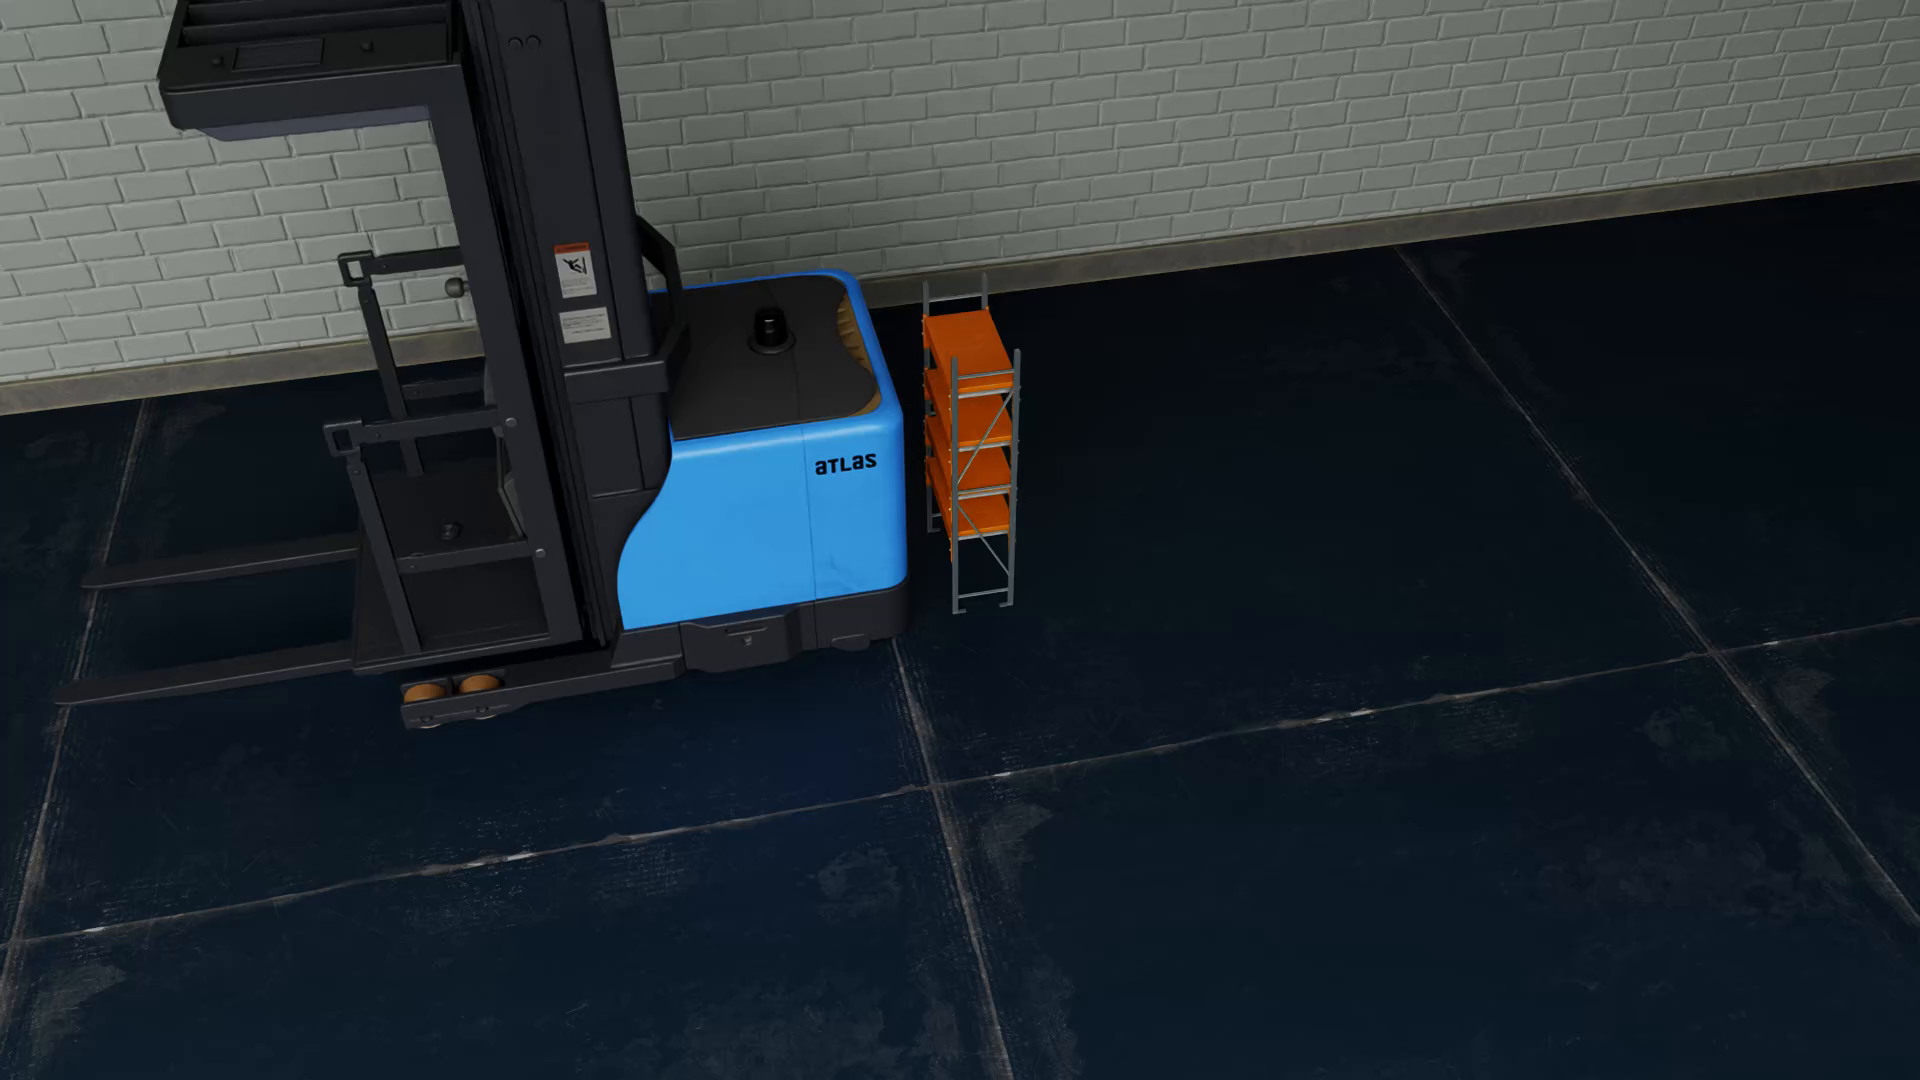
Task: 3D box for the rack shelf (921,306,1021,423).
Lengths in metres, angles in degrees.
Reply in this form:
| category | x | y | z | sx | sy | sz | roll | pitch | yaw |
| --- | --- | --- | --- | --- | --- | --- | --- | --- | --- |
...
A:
| category | x | y | z | sx | sy | sz | roll | pitch | yaw |
| --- | --- | --- | --- | --- | --- | --- | --- | --- | --- |
| rack shelf | 0.036 | -0.635 | 5.970 | 0.258 | 0.148 | 0.480 | -8 | 42 | -9 |

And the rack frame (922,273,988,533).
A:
| category | x | y | z | sx | sy | sz | roll | pitch | yaw |
| --- | --- | --- | --- | --- | --- | --- | --- | --- | --- |
| rack frame | -0.017 | -0.500 | 6.409 | 0.240 | 1.200 | 0.015 | -8 | 42 | -9 |

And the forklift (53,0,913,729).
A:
| category | x | y | z | sx | sy | sz | roll | pitch | yaw |
| --- | --- | --- | --- | --- | --- | --- | --- | --- | --- |
| forklift | -1.753 | -0.805 | 5.449 | 3.031 | 2.935 | 1.130 | -9 | 42 | -10 |

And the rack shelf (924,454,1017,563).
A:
| category | x | y | z | sx | sy | sz | roll | pitch | yaw |
| --- | --- | --- | --- | --- | --- | --- | --- | --- | --- |
| rack shelf | 0.036 | -0.143 | 6.407 | 0.258 | 0.148 | 0.480 | -8 | 42 | -9 |

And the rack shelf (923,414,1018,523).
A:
| category | x | y | z | sx | sy | sz | roll | pitch | yaw |
| --- | --- | --- | --- | --- | --- | --- | --- | --- | --- |
| rack shelf | 0.036 | -0.291 | 6.275 | 0.258 | 0.148 | 0.480 | -8 | 42 | -9 |

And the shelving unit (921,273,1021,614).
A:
| category | x | y | z | sx | sy | sz | roll | pitch | yaw |
| --- | --- | --- | --- | --- | --- | --- | --- | --- | --- |
| shelving unit | 0.036 | -0.341 | 6.231 | 0.258 | 1.200 | 0.503 | -8 | 42 | -9 |

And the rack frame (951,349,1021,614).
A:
| category | x | y | z | sx | sy | sz | roll | pitch | yaw |
| --- | --- | --- | --- | --- | --- | --- | --- | --- | --- |
| rack frame | 0.088 | -0.183 | 6.053 | 0.240 | 1.200 | 0.015 | -8 | 42 | -9 |

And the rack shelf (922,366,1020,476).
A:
| category | x | y | z | sx | sy | sz | roll | pitch | yaw |
| --- | --- | --- | --- | --- | --- | --- | --- | --- | --- |
| rack shelf | 0.036 | -0.458 | 6.127 | 0.258 | 0.148 | 0.480 | -8 | 42 | -9 |
